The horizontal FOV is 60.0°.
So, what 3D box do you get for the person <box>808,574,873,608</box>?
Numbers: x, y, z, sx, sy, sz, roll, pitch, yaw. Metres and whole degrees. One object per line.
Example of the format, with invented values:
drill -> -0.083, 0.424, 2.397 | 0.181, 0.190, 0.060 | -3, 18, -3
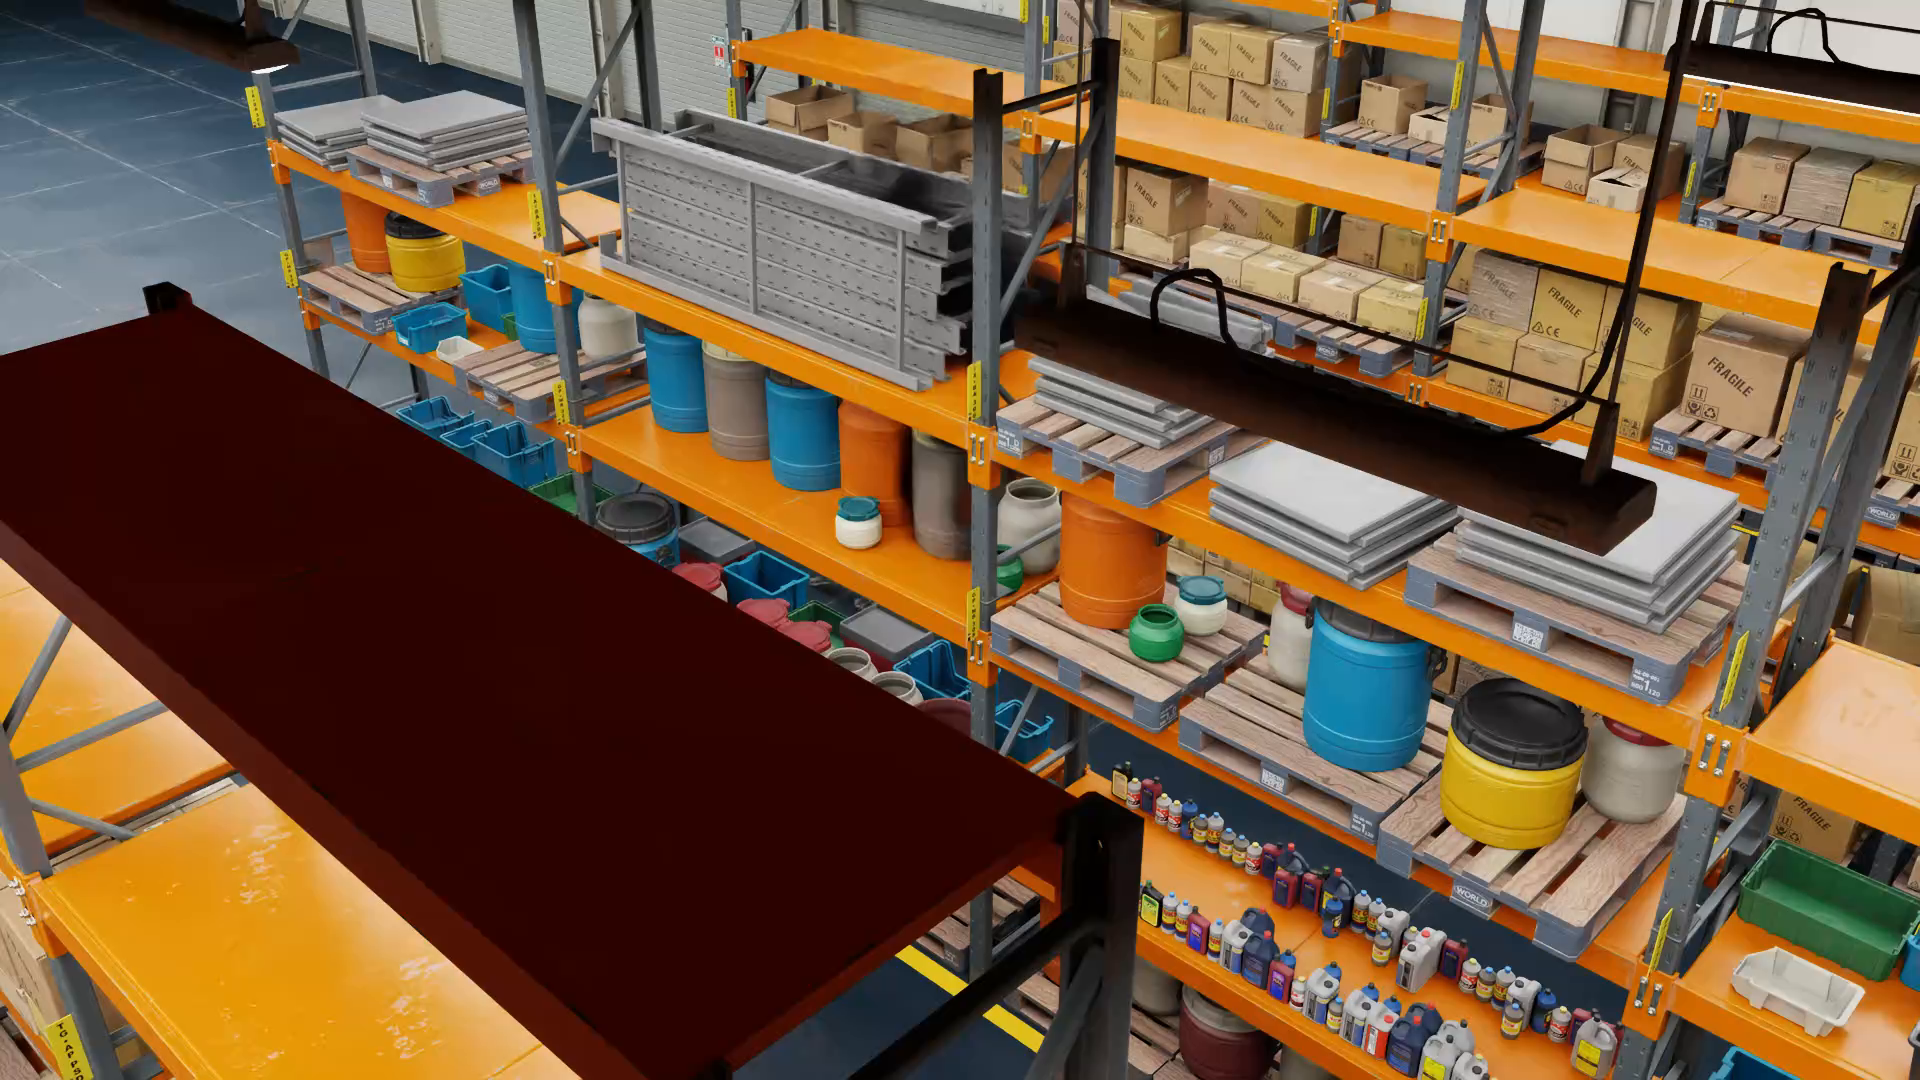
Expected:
person -> -1.071, -0.204, 14.838 | 0.908, 1.712, 0.566 | 19, 35, 30
